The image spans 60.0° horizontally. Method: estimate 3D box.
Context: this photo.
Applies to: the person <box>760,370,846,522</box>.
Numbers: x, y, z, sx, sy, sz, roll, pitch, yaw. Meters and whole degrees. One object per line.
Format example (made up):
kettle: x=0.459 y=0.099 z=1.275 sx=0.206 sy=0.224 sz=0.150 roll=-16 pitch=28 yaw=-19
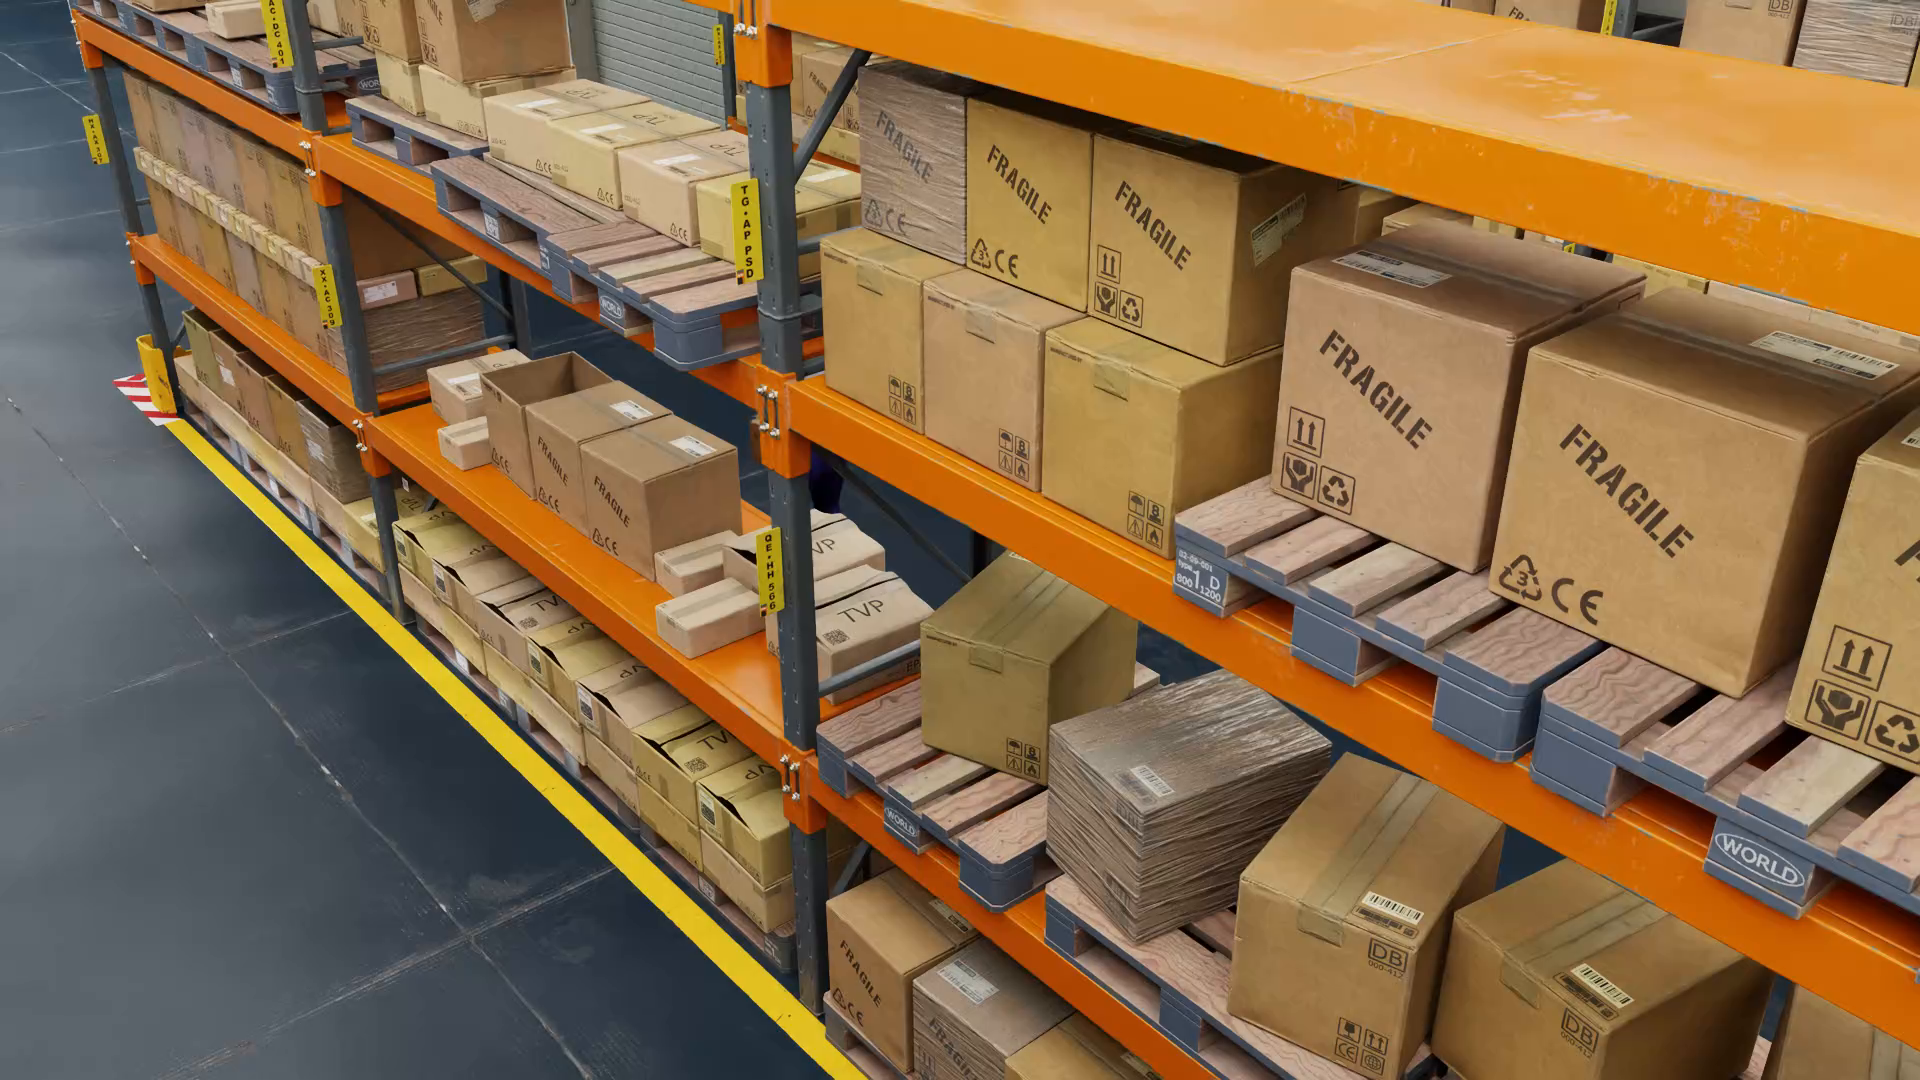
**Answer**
person: x=-0.902 y=-0.483 z=9.521 sx=0.498 sy=1.656 sz=0.450 roll=-23 pitch=36 yaw=-35
